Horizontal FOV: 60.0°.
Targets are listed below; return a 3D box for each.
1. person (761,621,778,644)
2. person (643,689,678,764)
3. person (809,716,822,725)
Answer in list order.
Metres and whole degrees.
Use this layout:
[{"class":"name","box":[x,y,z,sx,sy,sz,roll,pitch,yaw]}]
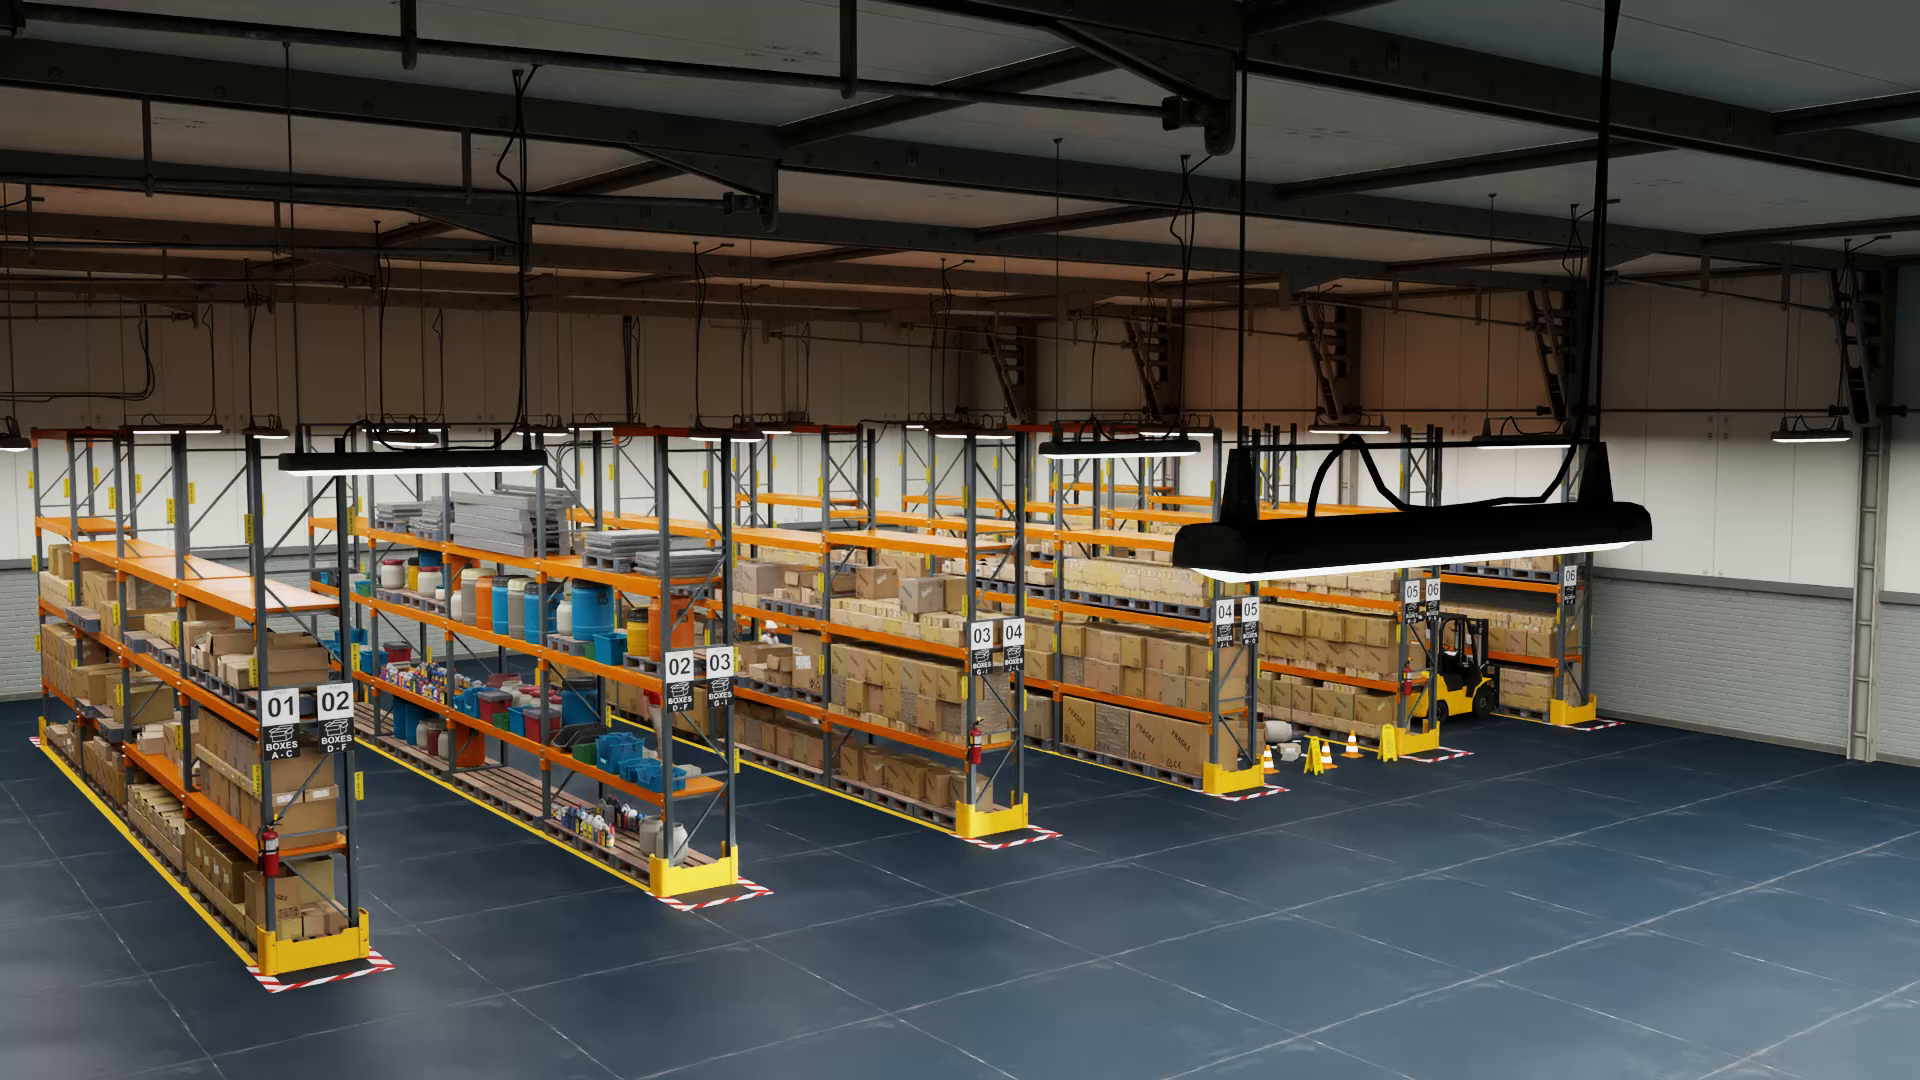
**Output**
[{"class":"person","box":[-4.093,2.618,36.192,0.967,1.716,0.524,4,6,42]},{"class":"person","box":[-5.314,3.135,29.963,0.721,1.737,0.559,4,6,38]},{"class":"person","box":[-2.799,2.931,31.866,0.565,1.777,0.469,-1,5,-15]}]
